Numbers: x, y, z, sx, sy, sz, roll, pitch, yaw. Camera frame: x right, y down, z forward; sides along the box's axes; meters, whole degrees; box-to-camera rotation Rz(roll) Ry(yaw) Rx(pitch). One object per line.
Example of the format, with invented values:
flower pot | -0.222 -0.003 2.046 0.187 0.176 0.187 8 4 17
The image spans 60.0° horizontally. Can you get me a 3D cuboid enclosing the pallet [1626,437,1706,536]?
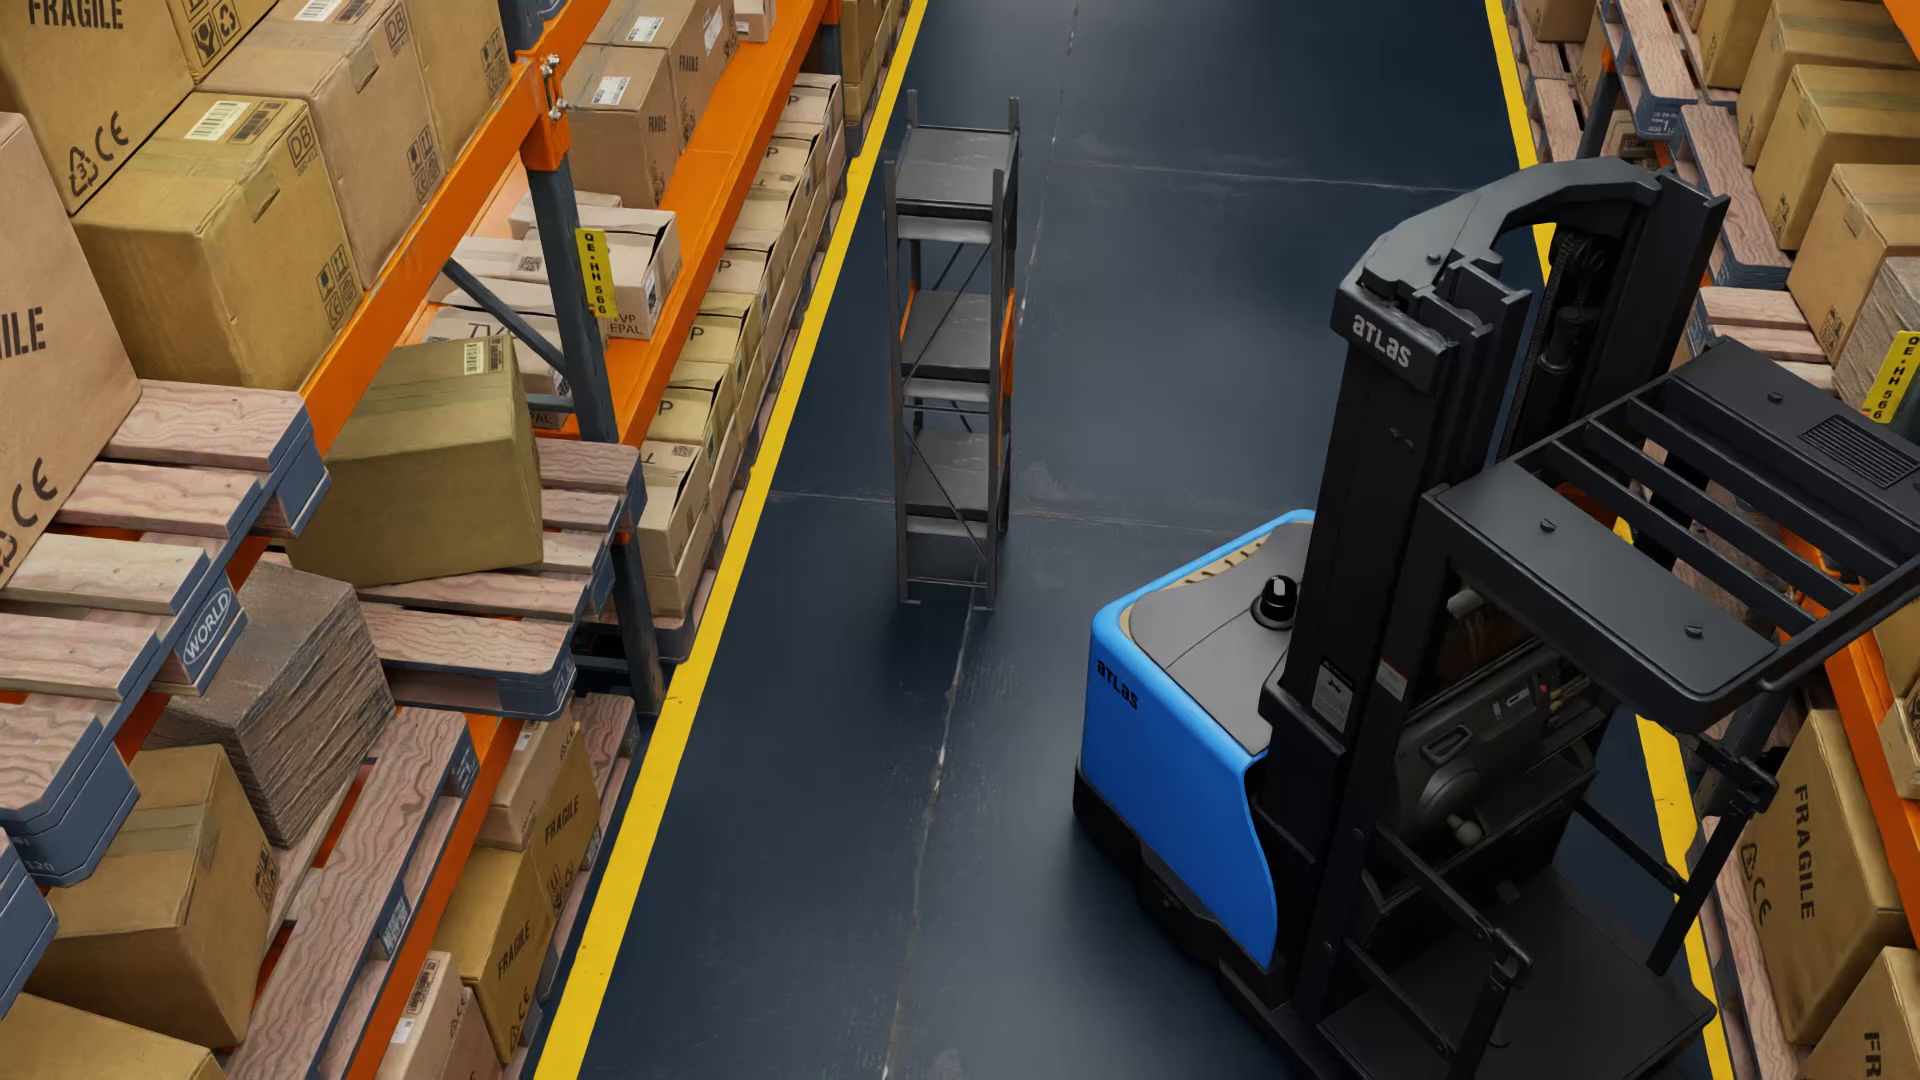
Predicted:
pallet | 3.507 -0.381 7.521 1.003 0.211 1.213 5 44 6

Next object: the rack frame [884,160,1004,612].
rack frame | -0.054 -0.483 6.255 0.400 2.100 0.015 5 44 6

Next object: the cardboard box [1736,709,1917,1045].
cardboard box | 3.011 1.085 5.202 0.750 0.750 0.750 5 44 5

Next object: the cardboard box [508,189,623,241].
cardboard box | -1.560 -1.263 6.607 0.380 0.149 0.250 8 44 9

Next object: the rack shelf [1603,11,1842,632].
rack shelf | 3.503 -1.134 6.811 1.077 0.370 4.000 5 44 6

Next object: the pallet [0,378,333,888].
pallet | -1.911 0.080 2.961 1.213 0.211 1.003 5 44 6

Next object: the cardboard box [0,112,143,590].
cardboard box | -1.888 -0.314 2.790 0.600 0.600 0.600 4 44 4

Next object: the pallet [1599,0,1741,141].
pallet | 3.522 -2.181 7.533 1.003 0.211 1.213 5 44 6

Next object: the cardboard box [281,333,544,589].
cardboard box | -1.644 -0.229 4.954 0.700 0.500 0.500 -8 44 -9

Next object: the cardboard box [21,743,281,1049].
cardboard box | -2.029 0.848 3.817 0.700 0.500 0.500 -5 44 -5

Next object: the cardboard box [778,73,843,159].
cardboard box | -0.913 -2.262 8.766 0.500 0.311 0.500 5 44 6

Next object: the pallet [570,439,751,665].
pallet | -1.525 -0.025 7.145 1.003 0.211 1.213 5 44 6

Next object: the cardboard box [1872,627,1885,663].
cardboard box | 2.965 0.255 4.989 0.380 0.149 0.250 5 44 5

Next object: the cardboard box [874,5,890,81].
cardboard box | -0.710 -2.989 9.941 0.500 0.250 0.500 5 44 6

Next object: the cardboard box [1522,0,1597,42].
cardboard box | 3.893 -3.389 10.168 0.700 0.500 0.500 3 44 3

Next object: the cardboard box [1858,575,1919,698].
cardboard box | 2.921 0.124 4.656 0.500 0.500 0.500 6 44 7

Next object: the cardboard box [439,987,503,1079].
cardboard box | -1.695 1.638 4.859 0.500 0.500 0.500 4 44 4

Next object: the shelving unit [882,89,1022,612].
shelving unit | -0.022 -0.650 6.431 0.431 2.100 0.503 5 44 6

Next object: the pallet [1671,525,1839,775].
pallet | 3.343 0.448 6.645 1.003 0.211 1.213 5 44 6

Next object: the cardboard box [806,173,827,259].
cardboard box | -0.980 -1.706 8.587 0.500 0.250 0.500 5 44 5

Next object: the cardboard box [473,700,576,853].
cardboard box | -1.567 0.693 5.311 0.500 0.250 0.500 7 44 7

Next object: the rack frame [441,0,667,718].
rack frame | -1.672 -0.480 5.597 1.000 3.000 0.127 5 44 6

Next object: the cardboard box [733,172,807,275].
cardboard box | -1.044 -1.566 8.031 0.500 0.311 0.500 5 44 5

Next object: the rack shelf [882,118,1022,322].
rack shelf | -0.022 -1.148 5.959 0.431 0.518 0.480 5 44 6

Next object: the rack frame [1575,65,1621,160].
rack frame | 3.767 -2.758 8.003 1.000 3.000 0.127 5 44 6

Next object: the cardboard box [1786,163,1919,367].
cardboard box | 3.338 -0.933 5.683 0.700 0.500 0.500 1 43 2

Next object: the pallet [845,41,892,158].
pallet | -0.997 -2.732 10.003 1.003 0.211 1.213 5 44 6

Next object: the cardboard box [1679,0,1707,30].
cardboard box | 3.666 -2.610 7.455 0.700 0.500 0.500 5 44 6

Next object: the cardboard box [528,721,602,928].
cardboard box | -1.563 0.927 5.610 0.500 0.500 0.500 7 44 7

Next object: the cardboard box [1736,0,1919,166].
cardboard box | 3.529 -1.779 6.576 0.700 0.500 0.500 11 45 11

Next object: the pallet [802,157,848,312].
pallet | -1.202 -1.688 8.901 1.003 0.211 1.213 5 44 6

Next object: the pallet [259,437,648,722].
pallet | -1.692 0.058 5.169 1.213 0.211 1.003 5 44 6

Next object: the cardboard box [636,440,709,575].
cardboard box | -1.312 -0.168 6.554 0.500 0.311 0.500 7 44 7

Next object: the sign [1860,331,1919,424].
sign | 2.699 -0.467 4.799 0.100 0.325 0.005 5 44 6

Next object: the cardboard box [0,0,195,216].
cardboard box | -1.871 -0.977 3.140 0.500 0.500 0.500 5 44 6

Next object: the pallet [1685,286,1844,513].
pallet | 3.227 -0.458 5.714 1.213 0.211 1.003 5 44 6

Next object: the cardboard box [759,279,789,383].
cardboard box | -1.115 -1.011 7.853 0.500 0.250 0.500 6 44 6

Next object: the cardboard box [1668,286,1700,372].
cardboard box | 3.560 -0.806 7.440 0.700 0.500 0.500 6 44 6

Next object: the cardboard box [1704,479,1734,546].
cardboard box | 3.465 -0.120 6.715 0.700 0.500 0.500 5 44 5

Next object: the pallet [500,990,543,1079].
pallet | -1.972 1.867 5.147 1.003 0.211 1.213 5 44 6

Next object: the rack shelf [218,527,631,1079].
rack shelf | -1.937 1.144 4.405 1.077 0.370 4.000 5 44 6

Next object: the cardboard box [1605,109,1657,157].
cardboard box | 3.808 -2.256 9.214 0.380 0.166 0.250 0 43 0

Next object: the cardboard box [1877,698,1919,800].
cardboard box | 2.804 0.600 4.626 0.380 0.149 0.250 6 44 7

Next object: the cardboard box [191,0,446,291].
cardboard box | -1.764 -0.957 3.847 0.910 0.500 0.500 5 44 6

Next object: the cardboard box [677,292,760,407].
cardboard box | -1.181 -0.874 7.300 0.500 0.311 0.500 4 44 4

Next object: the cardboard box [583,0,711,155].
cardboard box | -1.397 -2.020 7.151 0.500 0.500 0.500 5 44 6

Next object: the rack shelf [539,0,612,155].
rack shelf | -1.408 -2.671 6.253 1.077 0.370 4.000 5 44 6

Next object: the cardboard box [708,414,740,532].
cardboard box | -1.246 -0.307 7.109 0.500 0.250 0.500 4 44 4

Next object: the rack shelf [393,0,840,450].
rack shelf | -1.408 -1.582 7.284 1.077 0.370 4.000 5 44 6

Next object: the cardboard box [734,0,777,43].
cardboard box | -1.078 -2.541 7.872 0.396 0.266 0.258 4 44 4

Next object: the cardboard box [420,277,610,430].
cardboard box | -1.581 -0.691 5.886 0.500 0.311 0.500 8 44 8

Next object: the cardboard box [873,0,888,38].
cardboard box | -0.714 -3.261 9.684 0.500 0.500 0.500 5 44 6

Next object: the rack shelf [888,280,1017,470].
rack shelf | -0.022 -0.640 6.440 0.431 0.518 0.480 5 44 6

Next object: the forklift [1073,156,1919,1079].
forklift | 1.662 0.606 4.501 1.130 2.935 3.031 -25 49 -24
